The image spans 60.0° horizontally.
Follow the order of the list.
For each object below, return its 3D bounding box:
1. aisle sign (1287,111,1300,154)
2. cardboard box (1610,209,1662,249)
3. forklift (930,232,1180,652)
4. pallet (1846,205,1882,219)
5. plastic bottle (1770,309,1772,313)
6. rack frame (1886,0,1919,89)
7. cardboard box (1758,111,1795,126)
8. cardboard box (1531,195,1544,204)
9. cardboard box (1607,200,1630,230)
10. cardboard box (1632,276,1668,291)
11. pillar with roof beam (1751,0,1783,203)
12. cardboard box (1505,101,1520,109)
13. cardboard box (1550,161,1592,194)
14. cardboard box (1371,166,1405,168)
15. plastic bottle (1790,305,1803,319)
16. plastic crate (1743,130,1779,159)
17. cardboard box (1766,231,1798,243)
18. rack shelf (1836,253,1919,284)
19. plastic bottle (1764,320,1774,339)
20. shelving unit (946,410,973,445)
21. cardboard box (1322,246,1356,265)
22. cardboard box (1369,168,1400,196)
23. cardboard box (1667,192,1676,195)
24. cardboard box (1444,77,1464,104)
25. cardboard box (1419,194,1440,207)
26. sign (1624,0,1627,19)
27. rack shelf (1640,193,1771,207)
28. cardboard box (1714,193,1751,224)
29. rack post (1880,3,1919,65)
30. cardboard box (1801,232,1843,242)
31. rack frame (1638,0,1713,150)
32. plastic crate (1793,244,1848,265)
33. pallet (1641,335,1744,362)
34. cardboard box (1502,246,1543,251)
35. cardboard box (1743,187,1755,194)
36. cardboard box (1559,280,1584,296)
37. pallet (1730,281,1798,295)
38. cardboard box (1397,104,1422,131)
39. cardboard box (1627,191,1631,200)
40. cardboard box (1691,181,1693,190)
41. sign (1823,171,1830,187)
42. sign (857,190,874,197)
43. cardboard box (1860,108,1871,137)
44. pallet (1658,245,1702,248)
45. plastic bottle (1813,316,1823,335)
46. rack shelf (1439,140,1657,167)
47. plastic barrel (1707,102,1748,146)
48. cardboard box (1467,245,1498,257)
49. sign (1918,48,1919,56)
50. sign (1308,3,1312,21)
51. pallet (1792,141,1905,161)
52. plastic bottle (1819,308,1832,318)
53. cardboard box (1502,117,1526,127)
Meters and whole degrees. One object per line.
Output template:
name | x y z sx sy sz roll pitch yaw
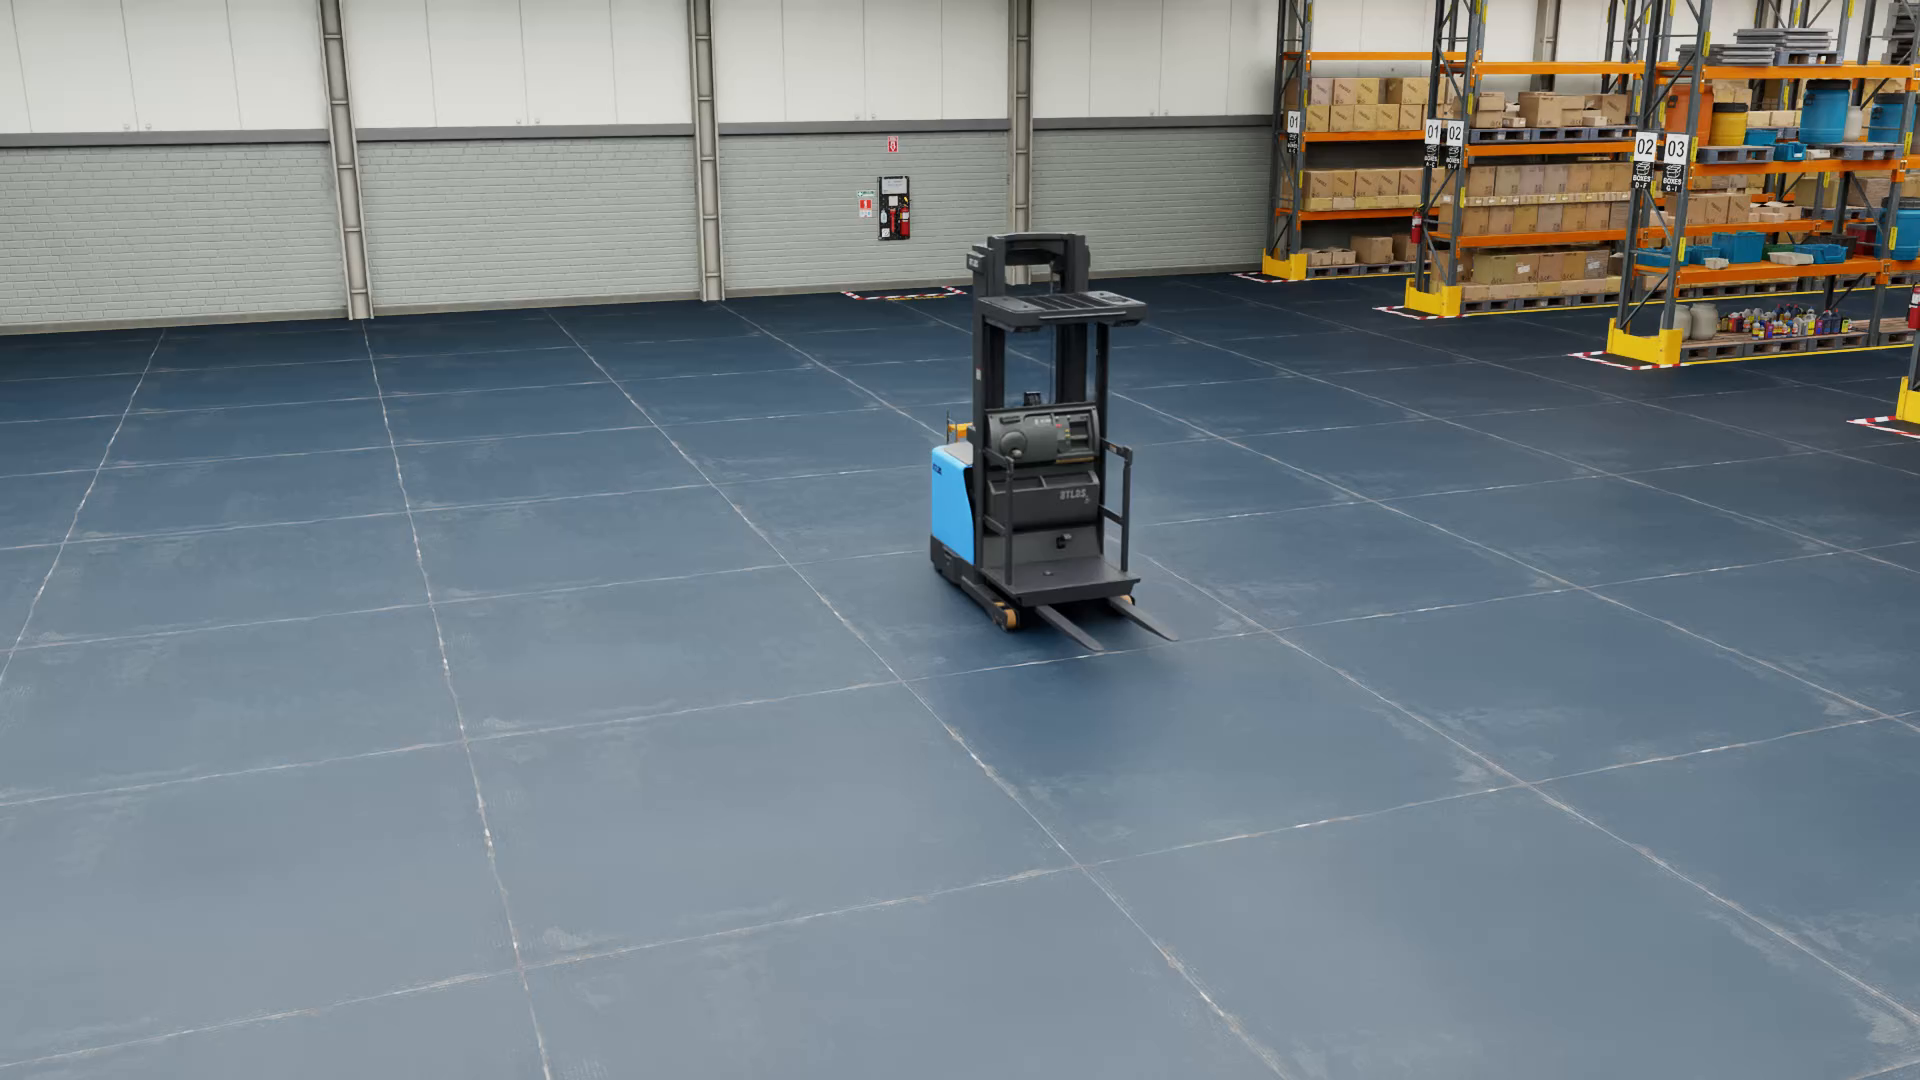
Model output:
aisle sign | 6.427 -7.857 32.069 0.004 0.787 0.394 -6 17 -20
cardboard box | 14.591 -6.712 35.854 0.750 0.750 0.750 -6 18 -21
forklift | 0.740 -0.838 12.903 1.130 2.935 3.031 -6 17 -20
pallet | 17.447 -6.305 31.737 1.213 0.211 1.003 -6 17 -20
plastic bottle | 12.419 -3.404 25.557 0.133 0.283 0.061 -5 17 -18
rack frame | 21.327 -11.188 37.377 0.127 3.000 1.000 -6 17 -20
cardboard box | 14.746 -7.650 30.175 0.500 0.250 0.500 -6 17 -19
cardboard box | 9.808 -5.866 28.572 0.250 0.149 0.380 -6 18 -21
cardboard box | 11.486 -5.798 29.493 0.500 0.500 0.700 -7 18 -22
cardboard box | 12.363 -4.654 29.910 0.500 0.250 0.500 -7 18 -21
pillar with roof beam | 19.477 -9.950 33.162 0.400 9.000 9.100 -6 17 -20
cardboard box | 11.236 -8.793 33.960 0.500 0.311 0.500 -6 17 -18
cardboard box | 10.546 -6.319 28.964 0.500 0.500 0.700 -6 17 -20
cardboard box | 8.656 -7.304 33.700 0.500 0.500 0.500 -6 17 -19
plastic bottle | 12.816 -3.423 25.502 0.185 0.351 0.144 -6 17 -20
plastic crate | 11.605 -5.793 24.356 0.575 0.384 0.392 -6 17 -20
cardboard box | 18.327 -6.956 37.306 0.500 0.500 0.700 -6 17 -19
rack shelf | 15.534 -4.349 26.014 4.000 0.370 1.077 -6 17 -20
plastic bottle | 11.954 -3.116 24.578 0.133 0.283 0.061 -6 17 -19
shelving unit | 0.155 -0.592 15.138 0.503 1.200 0.258 -6 17 -20
cardboard box | 7.597 -5.721 33.398 0.500 0.311 0.500 -5 17 -15
cardboard box | 8.368 -7.115 33.056 0.500 0.500 0.500 -6 17 -18
cardboard box | 15.194 -7.478 35.801 0.250 0.149 0.380 -6 17 -19
cardboard box | 9.751 -8.954 33.107 0.500 0.500 0.500 -8 18 -25
cardboard box | 9.320 -6.861 33.522 0.500 0.250 0.500 -6 17 -20
sign | 11.693 -9.303 29.159 0.005 0.325 0.100 -6 17 -20
rack shelf | 15.724 -7.359 36.263 4.000 0.370 1.077 -6 17 -20
cardboard box | 14.072 -6.074 30.433 0.500 0.500 0.500 -7 18 -23
rack post | 15.475 -7.688 25.105 3.121 1.000 1.013 -6 17 -20
cardboard box | 16.473 -5.734 31.777 0.500 0.250 0.500 -5 17 -18
rack frame | 9.932 -6.968 23.007 0.127 3.000 1.000 -6 17 -20
plastic crate | 12.730 -4.238 24.623 0.616 0.251 0.499 -6 17 -20
pallet | 10.746 -2.852 24.588 1.213 0.211 1.003 -6 17 -20
cardboard box | 9.953 -4.922 29.492 0.500 0.500 0.500 -6 17 -20
cardboard box | 17.150 -7.655 36.404 0.250 0.149 0.380 -6 17 -19
cardboard box | 10.611 -4.472 29.290 0.500 0.250 0.500 -6 17 -20
pallet | 14.850 -4.789 31.183 1.213 0.211 1.003 -6 17 -20
cardboard box | 8.758 -8.367 32.881 0.500 0.500 0.500 -7 18 -22
cardboard box | 11.721 -6.072 29.274 0.250 0.149 0.380 -6 17 -20
cardboard box | 15.358 -7.785 35.695 0.500 0.500 0.500 -6 17 -20
sign | 15.835 -6.610 30.379 0.005 0.325 0.100 -6 17 -20
sign | -1.739 -6.391 30.686 0.331 0.109 0.001 -6 17 -20
cardboard box | 16.505 -7.791 30.957 0.500 0.500 0.910 -6 17 -20
pallet | 15.757 -6.346 36.487 1.213 0.211 1.003 -6 17 -20
plastic bottle | 12.852 -3.213 24.908 0.133 0.283 0.061 -5 17 -16
rack shelf | 10.030 -6.689 28.657 4.000 0.370 1.077 -6 17 -20
plastic barrel | 10.951 -5.969 23.849 0.600 0.588 0.600 0 16 0
cardboard box | 10.803 -6.190 34.660 0.500 0.500 0.700 -6 17 -18
sign | 13.853 -7.125 23.913 0.005 0.325 0.100 -6 17 -20
sign | 6.581 -9.918 31.254 0.005 0.325 0.100 -6 17 -20
pallet | 13.028 -5.743 24.494 1.003 0.211 1.213 -6 17 -20
plastic bottle | 13.117 -3.330 25.187 0.185 0.351 0.144 -6 17 -20
cardboard box | 9.324 -7.053 28.071 0.250 0.149 0.380 -6 17 -20
